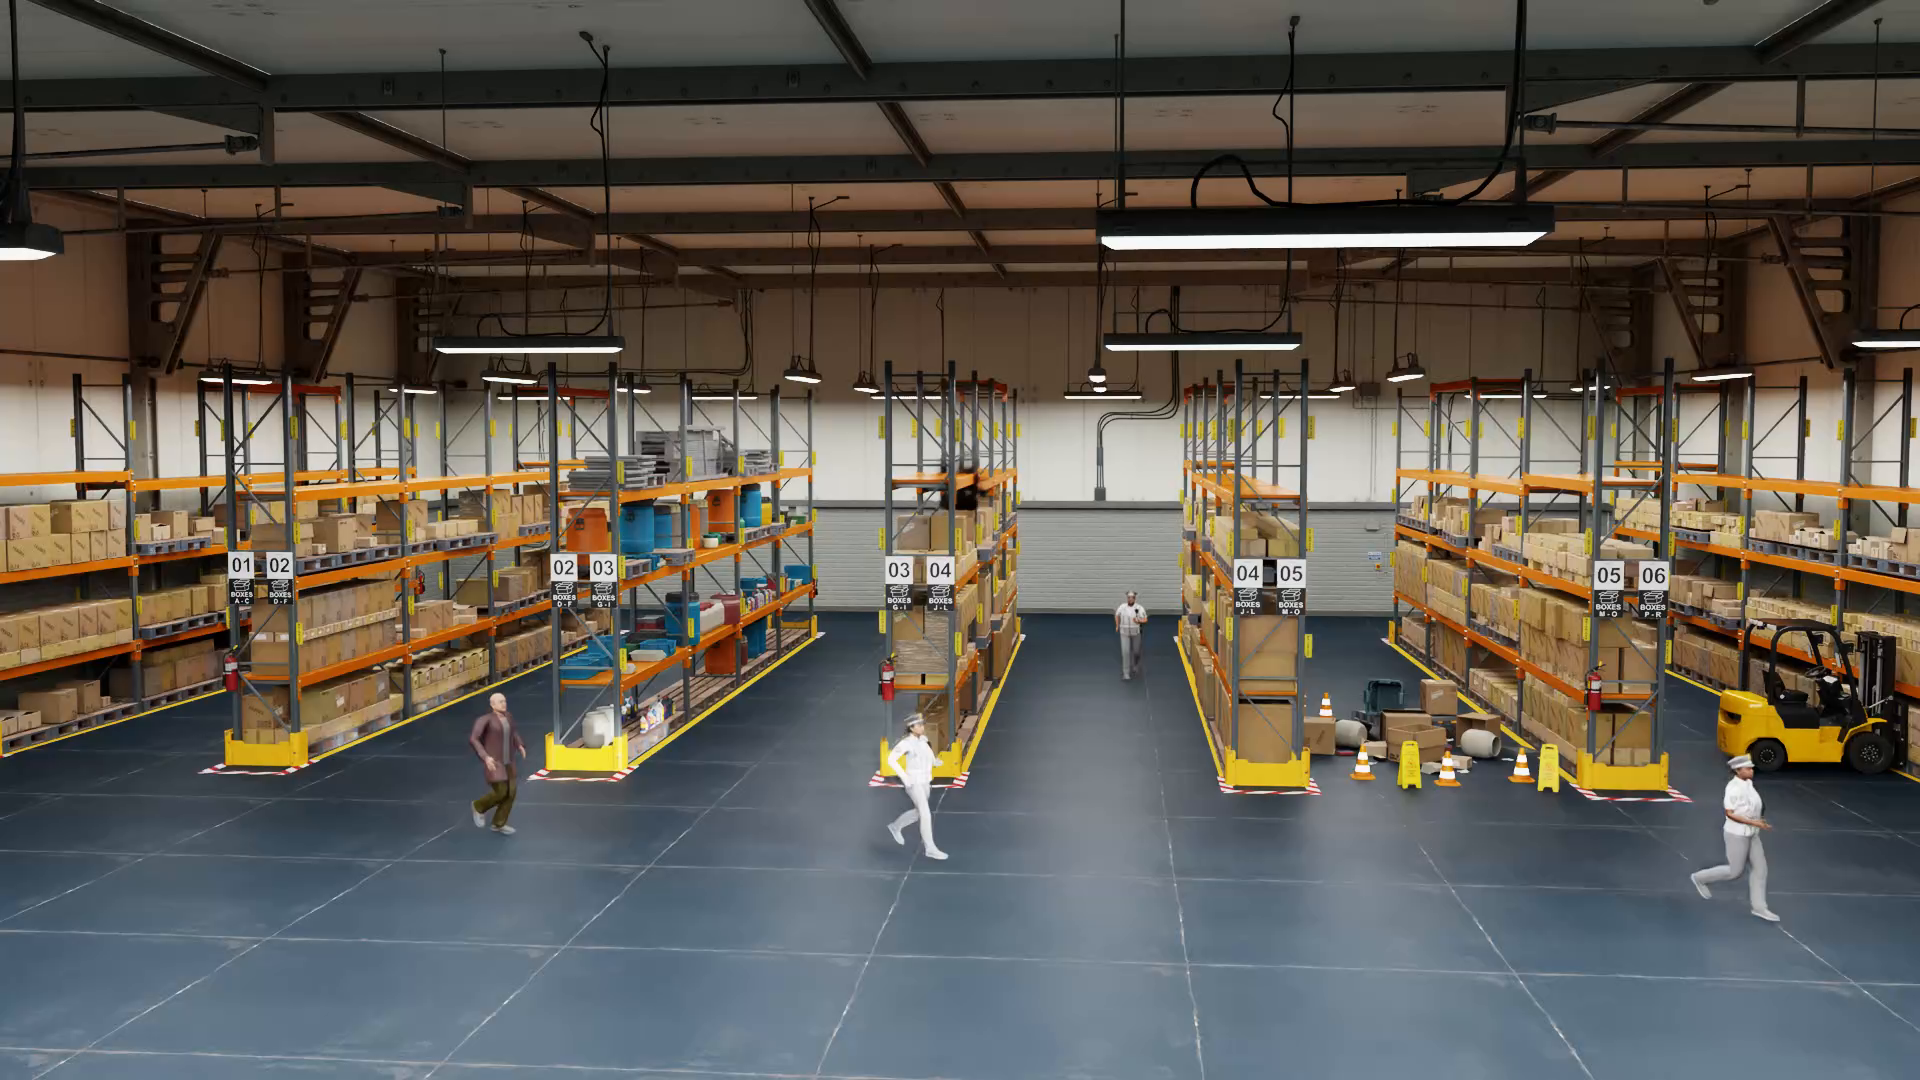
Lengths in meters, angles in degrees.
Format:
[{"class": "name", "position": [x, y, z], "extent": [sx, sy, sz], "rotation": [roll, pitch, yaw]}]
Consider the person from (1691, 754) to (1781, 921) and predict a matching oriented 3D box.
[{"class": "person", "position": [8.043, 3.031, 17.178], "extent": [0.586, 1.685, 0.882], "rotation": [-4, 5, -44]}]

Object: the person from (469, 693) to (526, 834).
[{"class": "person", "position": [-5.779, 2.772, 20.739], "extent": [0.635, 1.750, 0.731], "rotation": [2, 4, 29]}]

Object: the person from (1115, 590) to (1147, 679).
[{"class": "person", "position": [3.450, 1.889, 33.620], "extent": [0.668, 1.757, 0.962], "rotation": [1, 4, 8]}]

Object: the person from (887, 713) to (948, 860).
[{"class": "person", "position": [-0.504, 2.857, 19.533], "extent": [0.912, 1.672, 0.618], "rotation": [3, 5, 35]}]
